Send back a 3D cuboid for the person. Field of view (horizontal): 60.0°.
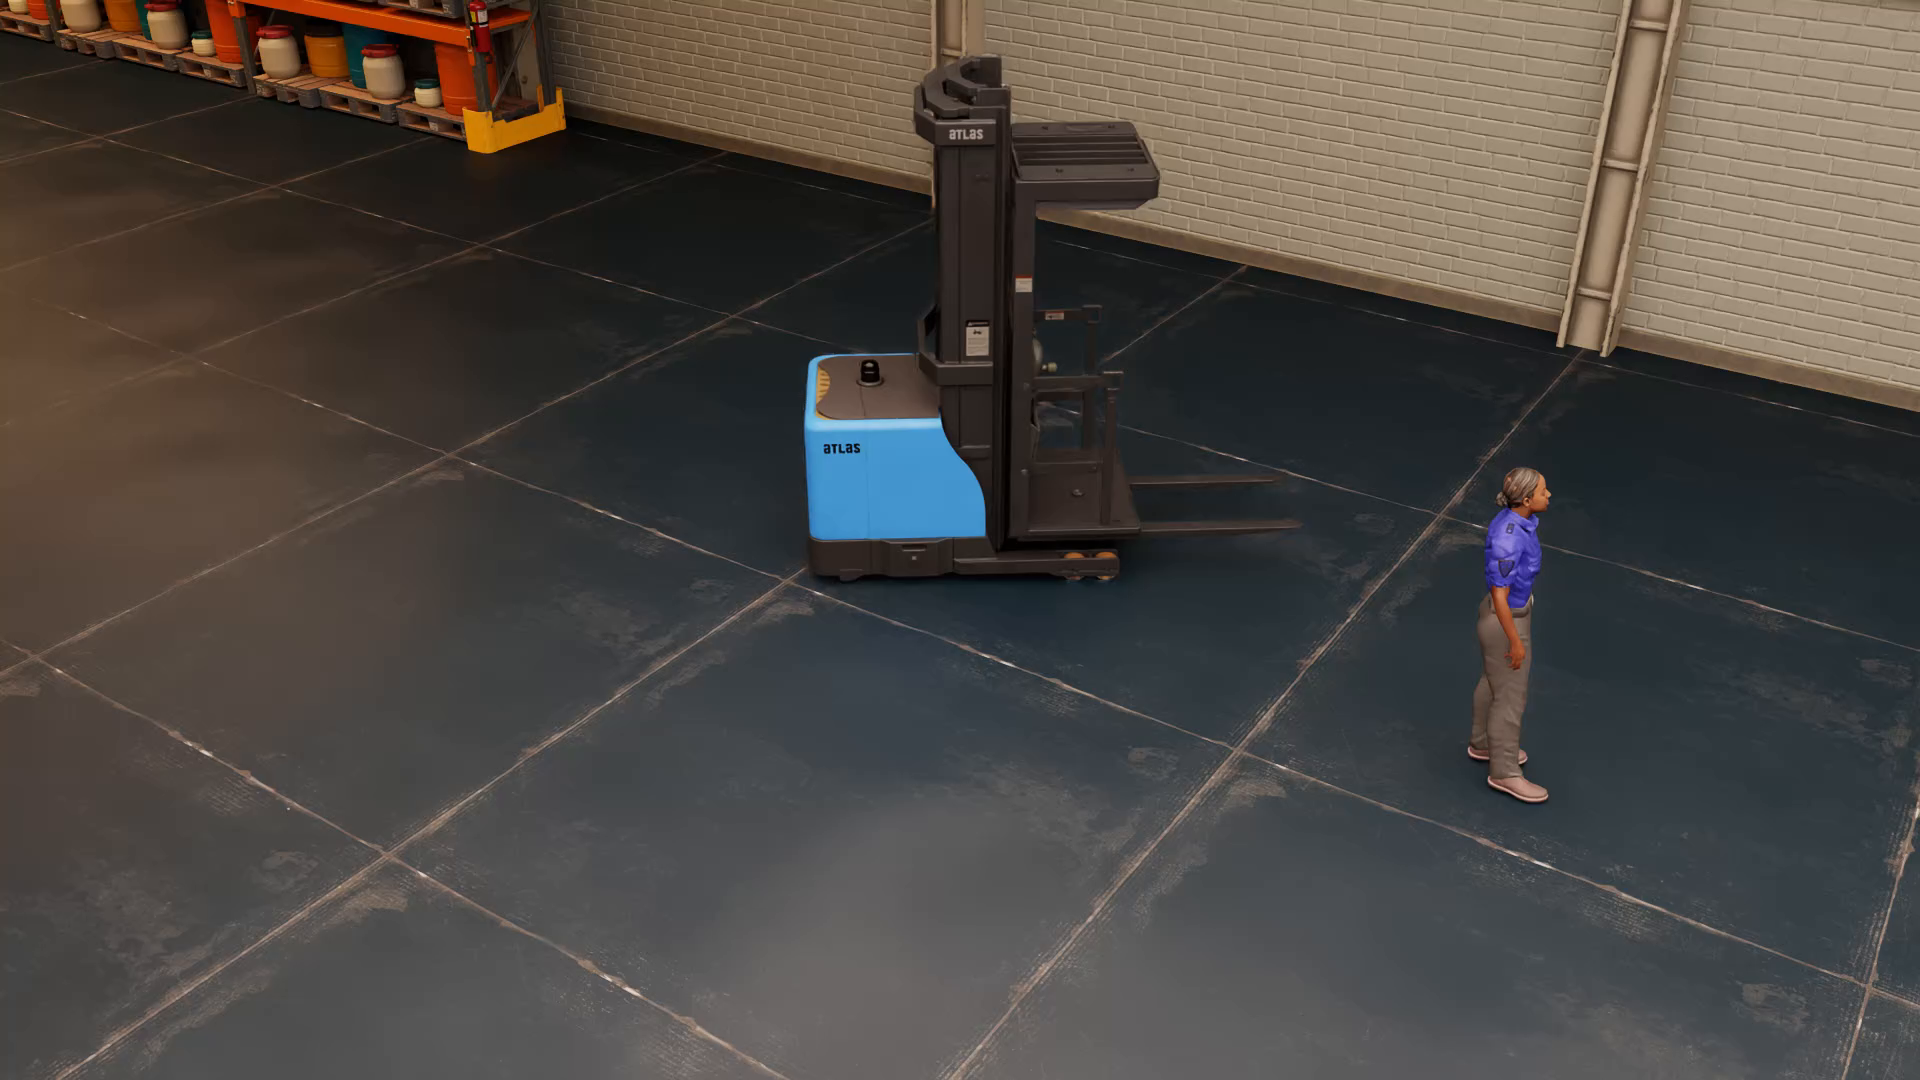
[{"bbox_3d":[2.750,0.428,8.102,0.504,1.654,0.570,9,31,16],"label":"person"}]

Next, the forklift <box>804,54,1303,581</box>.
[{"bbox_3d":[0.578,-1.289,9.801,3.031,2.935,1.130,-1,30,-3],"label":"forklift"}]
